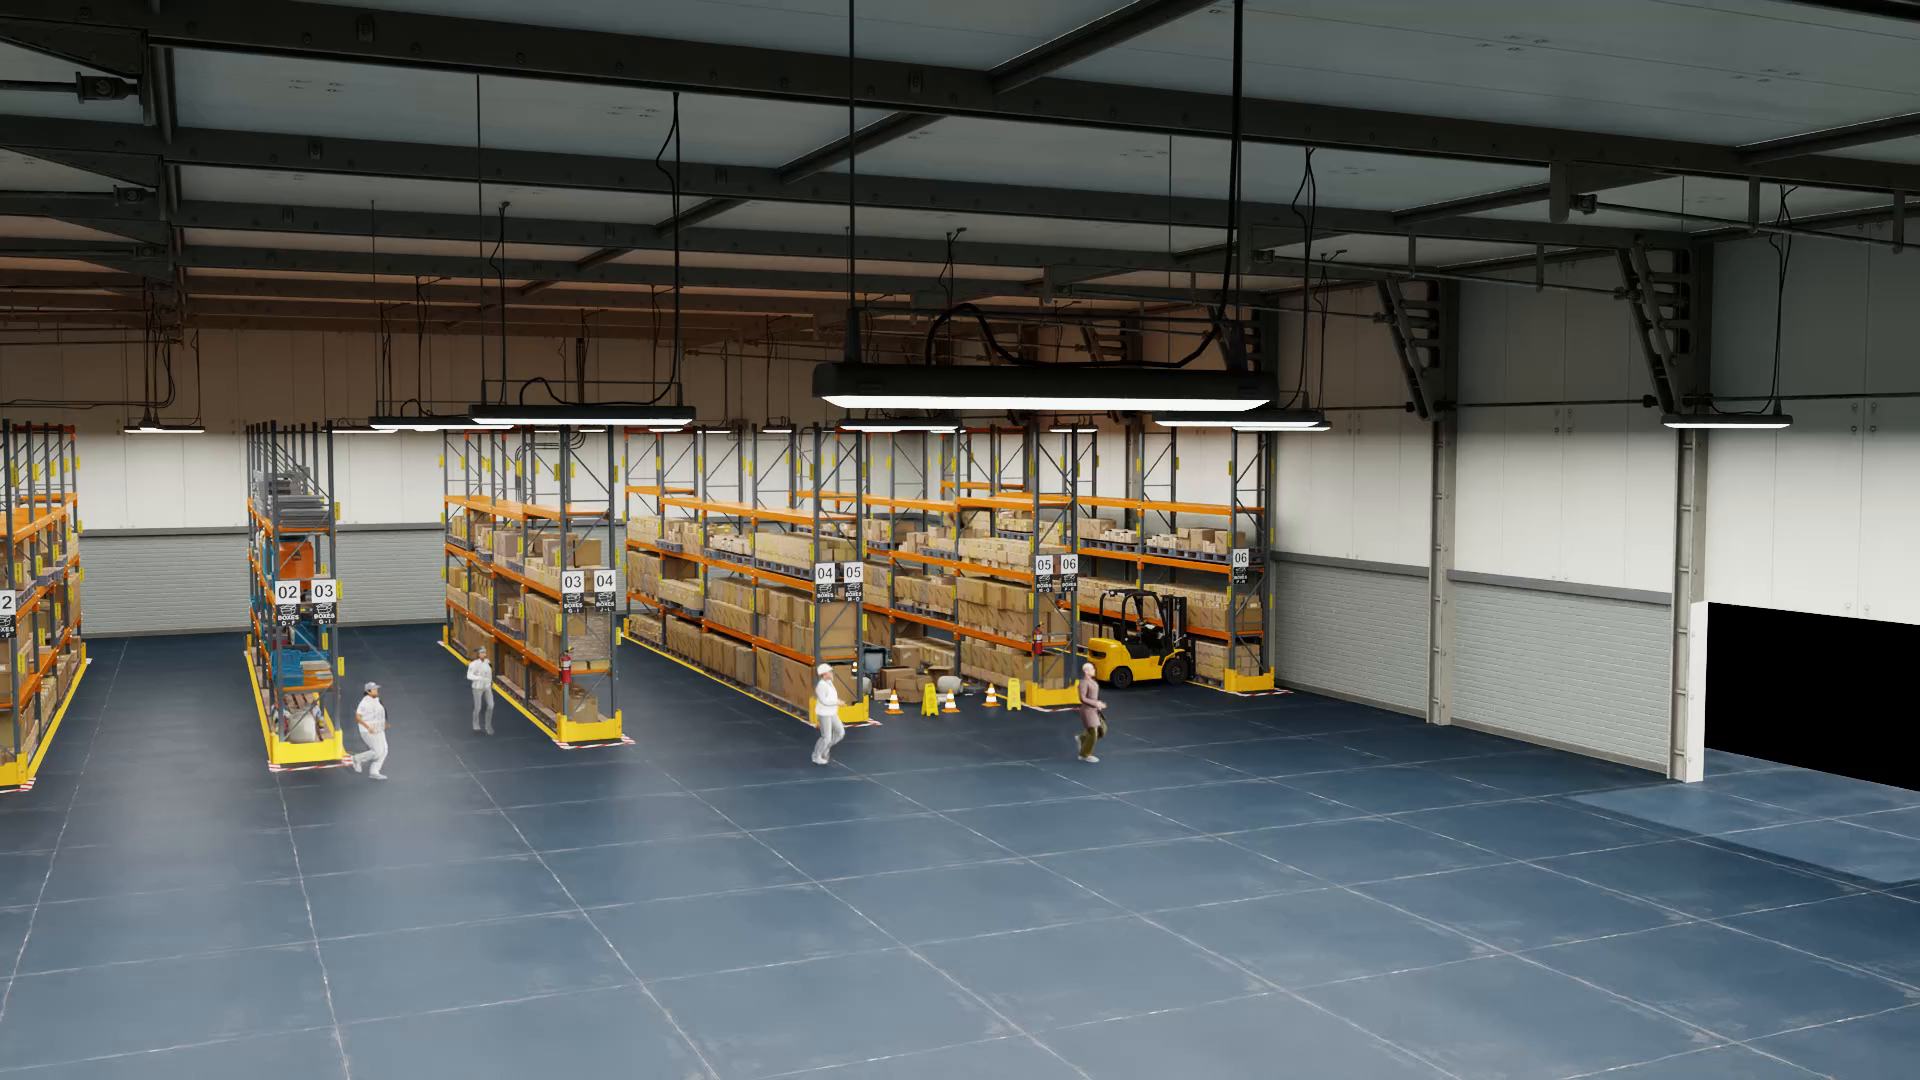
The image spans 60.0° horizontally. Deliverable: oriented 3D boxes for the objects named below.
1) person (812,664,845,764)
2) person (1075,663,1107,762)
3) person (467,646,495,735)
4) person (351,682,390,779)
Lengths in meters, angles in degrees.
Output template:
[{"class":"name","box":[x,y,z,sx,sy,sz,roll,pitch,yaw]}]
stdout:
[{"class":"person","box":[-2.279,3.025,28.953,0.633,1.750,0.680,1,4,13]},{"class":"person","box":[2.299,3.031,29.250,0.633,1.736,0.707,1,4,22]},{"class":"person","box":[-9.207,2.892,31.990,0.594,1.747,0.734,-3,5,-38]},{"class":"person","box":[-9.846,3.185,27.769,0.562,1.627,0.616,0,4,3]}]
